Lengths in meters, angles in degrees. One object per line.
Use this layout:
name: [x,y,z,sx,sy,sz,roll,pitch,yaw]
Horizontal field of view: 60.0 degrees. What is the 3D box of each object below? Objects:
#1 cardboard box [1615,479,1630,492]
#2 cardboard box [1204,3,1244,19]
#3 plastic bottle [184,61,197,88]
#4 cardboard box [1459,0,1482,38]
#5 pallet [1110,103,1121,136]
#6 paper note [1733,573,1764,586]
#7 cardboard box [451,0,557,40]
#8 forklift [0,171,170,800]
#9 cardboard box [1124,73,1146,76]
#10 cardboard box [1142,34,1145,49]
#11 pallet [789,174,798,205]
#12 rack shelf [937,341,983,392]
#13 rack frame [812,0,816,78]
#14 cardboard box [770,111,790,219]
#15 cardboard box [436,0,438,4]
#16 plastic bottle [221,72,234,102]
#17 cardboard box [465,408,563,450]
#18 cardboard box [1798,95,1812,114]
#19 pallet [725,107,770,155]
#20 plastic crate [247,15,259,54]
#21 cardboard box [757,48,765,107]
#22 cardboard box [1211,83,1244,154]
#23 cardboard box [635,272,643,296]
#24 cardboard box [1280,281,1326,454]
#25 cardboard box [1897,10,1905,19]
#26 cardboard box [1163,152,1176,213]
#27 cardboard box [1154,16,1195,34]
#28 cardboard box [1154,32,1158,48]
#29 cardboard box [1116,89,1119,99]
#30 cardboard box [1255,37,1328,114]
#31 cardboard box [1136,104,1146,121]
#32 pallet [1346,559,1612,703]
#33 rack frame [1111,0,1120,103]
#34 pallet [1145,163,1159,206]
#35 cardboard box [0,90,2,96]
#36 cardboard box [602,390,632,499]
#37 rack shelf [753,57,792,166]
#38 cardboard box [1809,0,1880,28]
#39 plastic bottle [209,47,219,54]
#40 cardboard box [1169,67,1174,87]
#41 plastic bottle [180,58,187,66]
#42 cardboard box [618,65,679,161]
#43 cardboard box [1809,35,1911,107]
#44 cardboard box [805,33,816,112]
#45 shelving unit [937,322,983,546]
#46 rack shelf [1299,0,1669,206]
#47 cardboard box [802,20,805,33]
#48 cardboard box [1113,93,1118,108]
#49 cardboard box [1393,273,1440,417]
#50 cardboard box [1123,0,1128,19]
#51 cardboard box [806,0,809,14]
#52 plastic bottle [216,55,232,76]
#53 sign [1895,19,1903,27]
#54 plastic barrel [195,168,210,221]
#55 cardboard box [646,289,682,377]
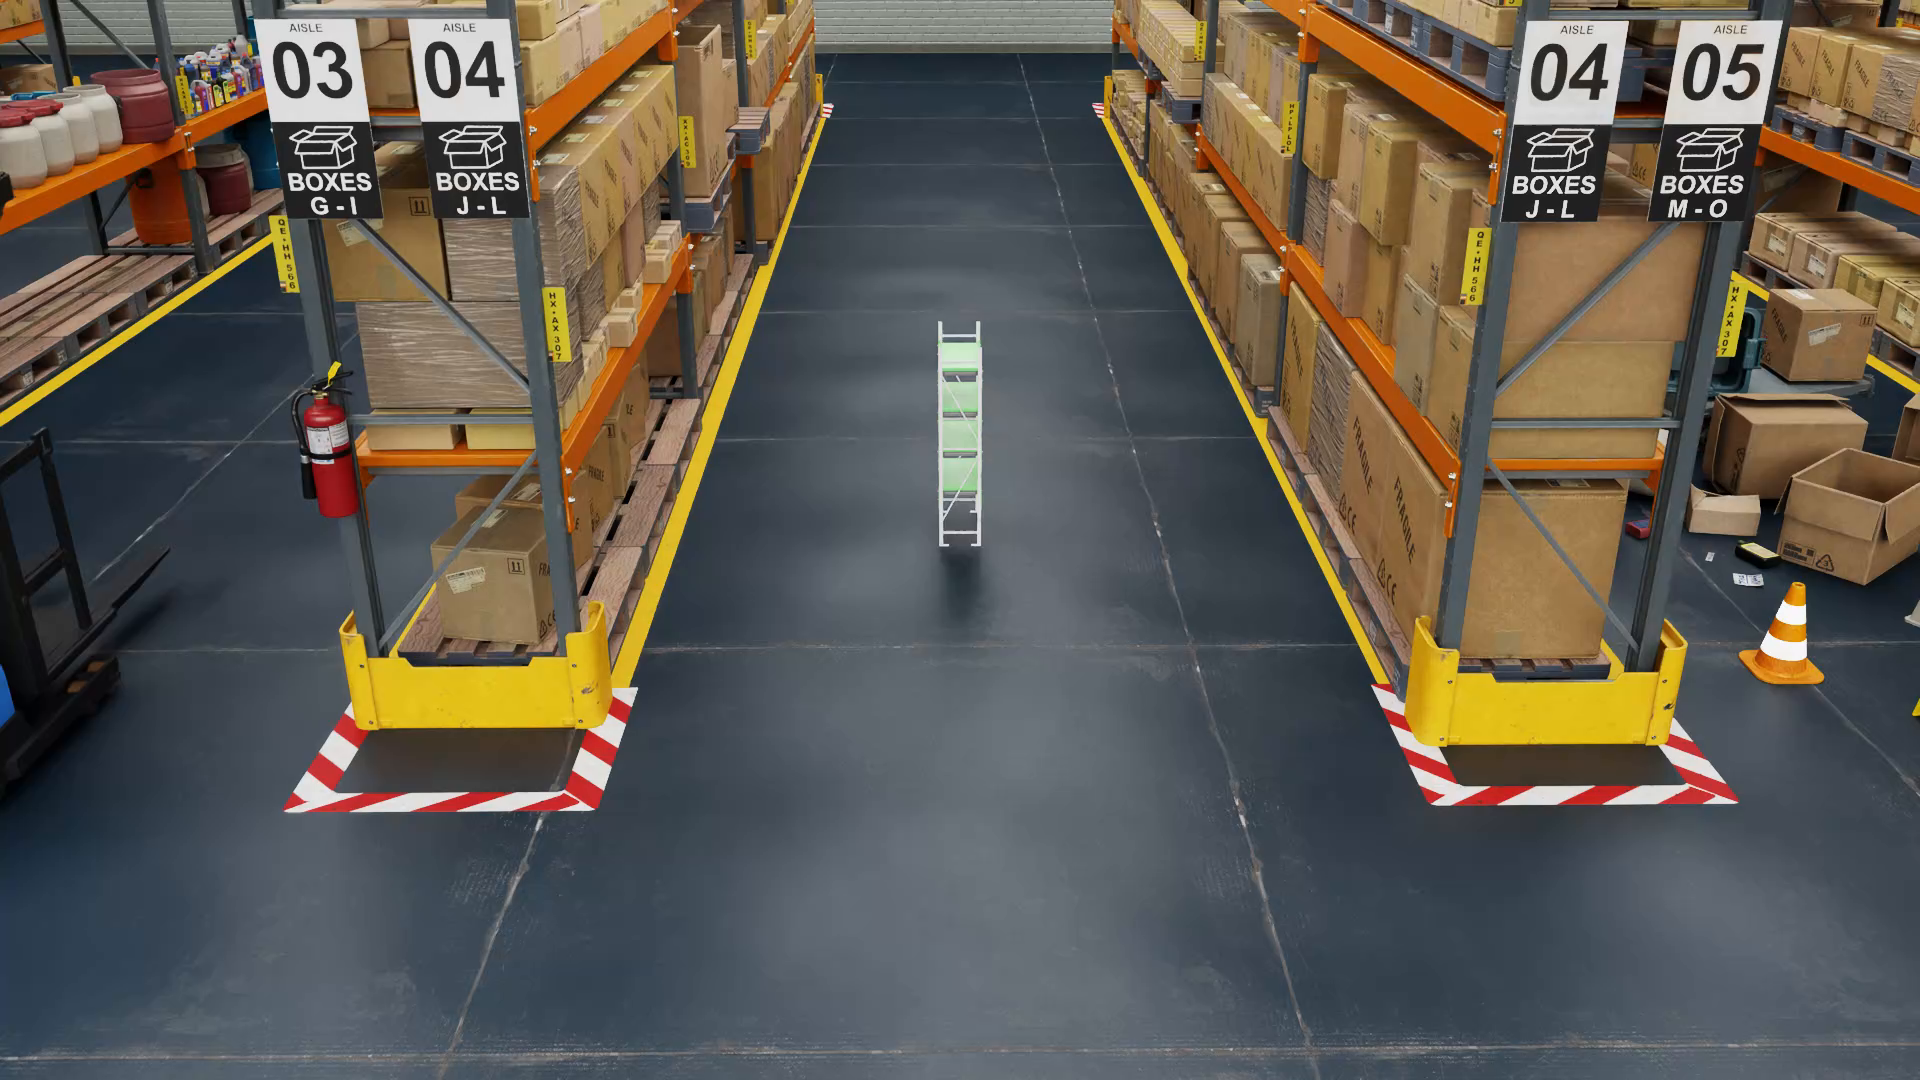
cardboard box: [3.697,-0.376,9.971,0.500,0.500,0.500,4,25,9]
cardboard box: [2.770,-5.518,17.383,0.380,0.149,0.250,-1,24,-2]
plastic bottle: [-7.590,-4.587,16.407,0.097,0.271,0.097,0,24,0]
cardboard box: [2.353,-2.229,7.072,0.380,0.149,0.250,0,24,0]
pallet: [2.497,-5.457,21.559,1.003,0.211,1.213,0,24,-1]
paper note: [4.378,0.217,9.236,0.144,0.017,0.142,8,26,18]
cardboard box: [-1.942,-2.222,7.080,0.380,0.149,0.250,0,24,1]
forklift: [-4.671,-0.480,7.254,1.130,2.935,3.031,0,24,0]
cardboard box: [2.312,-5.926,21.441,0.380,0.149,0.250,0,24,0]
cardboard box: [2.119,-5.243,17.499,0.380,0.149,0.250,0,24,0]
pallet: [-2.311,-3.876,18.065,1.003,0.211,1.213,0,24,-1]
rack shelf: [-0.002,-0.994,9.482,0.258,0.148,0.480,0,24,-1]
rack frame: [-2.438,-7.113,21.837,1.000,3.000,0.127,0,24,-1]
cardboard box: [-2.340,-3.691,16.340,1.225,0.875,0.875,0,24,0]
cardboard box: [-2.482,-2.539,7.781,0.380,0.149,0.250,0,24,0]
plastic bottle: [-6.968,-4.304,15.782,0.097,0.271,0.097,0,24,0]
cardboard box: [-2.028,-0.524,7.573,0.380,0.149,0.250,0,24,-1]
cardboard box: [7.346,-3.686,14.056,0.380,0.149,0.250,-2,24,-4]
pallet: [-2.237,-3.436,13.939,1.213,0.211,1.003,0,24,-1]
plastic crate: [-7.693,-5.653,18.556,0.392,0.384,0.575,0,24,-1]
cardboard box: [-2.092,-4.276,15.443,0.500,0.500,0.500,-1,24,-2]
cardboard box: [2.353,-3.447,13.610,0.500,0.500,0.500,0,24,-1]
cardboard box: [-2.047,-1.451,9.623,0.380,0.149,0.250,0,24,-1]
cardboard box: [2.590,-1.112,10.638,0.875,0.875,0.875,0,24,0]
cardboard box: [12.250,-6.717,21.267,0.380,0.149,0.250,-1,24,-1]
cardboard box: [2.317,-3.551,16.485,0.500,0.500,0.500,-1,24,-3]
cardboard box: [2.126,-5.096,16.451,0.380,0.149,0.250,1,24,1]
cardboard box: [2.130,-4.953,16.494,0.380,0.149,0.250,-1,24,-1]
cardboard box: [2.218,-5.791,21.503,0.380,0.149,0.250,0,24,-1]
cardboard box: [2.625,-3.483,12.475,0.700,0.500,0.500,0,24,-1]
cardboard box: [2.250,-4.962,19.308,0.380,0.149,0.250,0,24,-1]
pallet: [2.610,0.441,8.519,1.003,0.211,1.213,0,24,-1]
rack frame: [2.523,-7.093,21.794,1.000,3.000,0.127,0,24,-1]
pallet: [2.576,-3.854,18.015,1.003,0.211,1.213,0,24,-1]
cardboard box: [-12.616,-5.586,21.264,0.500,0.250,0.500,0,24,-1]
cardboard box: [-2.244,-0.564,9.881,0.500,0.500,0.500,-2,24,-5]
rack shelf: [-2.373,-4.313,16.518,1.077,0.370,4.000,0,24,-1]
cardboard box: [7.798,-4.566,14.871,0.500,0.500,0.500,-1,24,-2]
plastic bottle: [-7.745,-4.992,17.305,0.097,0.271,0.097,0,24,0]
cardboard box: [2.141,-4.283,15.376,0.380,0.149,0.250,0,24,0]
plastic bottle: [-7.737,-4.666,16.583,0.097,0.271,0.097,0,24,0]
cardboard box: [-2.027,-2.620,10.208,0.500,0.500,0.500,0,24,-1]
cardboard box: [7.345,-3.832,13.591,0.500,0.500,0.500,1,24,2]
cardboard box: [-2.351,-6.073,21.606,0.875,0.875,0.875,0,24,-1]
shelving unit: [-0.002,-0.615,9.654,0.258,1.200,0.503,0,24,-1]
rack shelf: [2.675,-2.363,8.569,1.077,0.370,4.000,0,24,-1]
cardboard box: [-2.089,-6.223,20.174,0.380,0.149,0.250,0,24,0]
cardboard box: [2.208,-5.768,21.814,0.380,0.149,0.250,0,24,1]
cardboard box: [2.620,-0.948,8.024,0.875,0.550,0.550,0,24,-1]
cardboard box: [2.275,-6.666,20.366,0.500,0.500,0.500,0,24,0]
cardboard box: [-2.163,-6.772,20.905,0.500,0.250,0.500,-1,24,-1]
plastic bottle: [-7.149,-4.532,16.191,0.144,0.351,0.185,0,24,-1]
sign: [8.101,-4.359,14.438,0.100,0.325,0.005,0,24,-1]
plastic barrel: [-7.422,-3.286,15.884,0.421,0.512,0.421,0,24,0]
cardboard box: [-2.293,-1.483,11.888,0.700,0.500,0.500,-2,24,-5]
